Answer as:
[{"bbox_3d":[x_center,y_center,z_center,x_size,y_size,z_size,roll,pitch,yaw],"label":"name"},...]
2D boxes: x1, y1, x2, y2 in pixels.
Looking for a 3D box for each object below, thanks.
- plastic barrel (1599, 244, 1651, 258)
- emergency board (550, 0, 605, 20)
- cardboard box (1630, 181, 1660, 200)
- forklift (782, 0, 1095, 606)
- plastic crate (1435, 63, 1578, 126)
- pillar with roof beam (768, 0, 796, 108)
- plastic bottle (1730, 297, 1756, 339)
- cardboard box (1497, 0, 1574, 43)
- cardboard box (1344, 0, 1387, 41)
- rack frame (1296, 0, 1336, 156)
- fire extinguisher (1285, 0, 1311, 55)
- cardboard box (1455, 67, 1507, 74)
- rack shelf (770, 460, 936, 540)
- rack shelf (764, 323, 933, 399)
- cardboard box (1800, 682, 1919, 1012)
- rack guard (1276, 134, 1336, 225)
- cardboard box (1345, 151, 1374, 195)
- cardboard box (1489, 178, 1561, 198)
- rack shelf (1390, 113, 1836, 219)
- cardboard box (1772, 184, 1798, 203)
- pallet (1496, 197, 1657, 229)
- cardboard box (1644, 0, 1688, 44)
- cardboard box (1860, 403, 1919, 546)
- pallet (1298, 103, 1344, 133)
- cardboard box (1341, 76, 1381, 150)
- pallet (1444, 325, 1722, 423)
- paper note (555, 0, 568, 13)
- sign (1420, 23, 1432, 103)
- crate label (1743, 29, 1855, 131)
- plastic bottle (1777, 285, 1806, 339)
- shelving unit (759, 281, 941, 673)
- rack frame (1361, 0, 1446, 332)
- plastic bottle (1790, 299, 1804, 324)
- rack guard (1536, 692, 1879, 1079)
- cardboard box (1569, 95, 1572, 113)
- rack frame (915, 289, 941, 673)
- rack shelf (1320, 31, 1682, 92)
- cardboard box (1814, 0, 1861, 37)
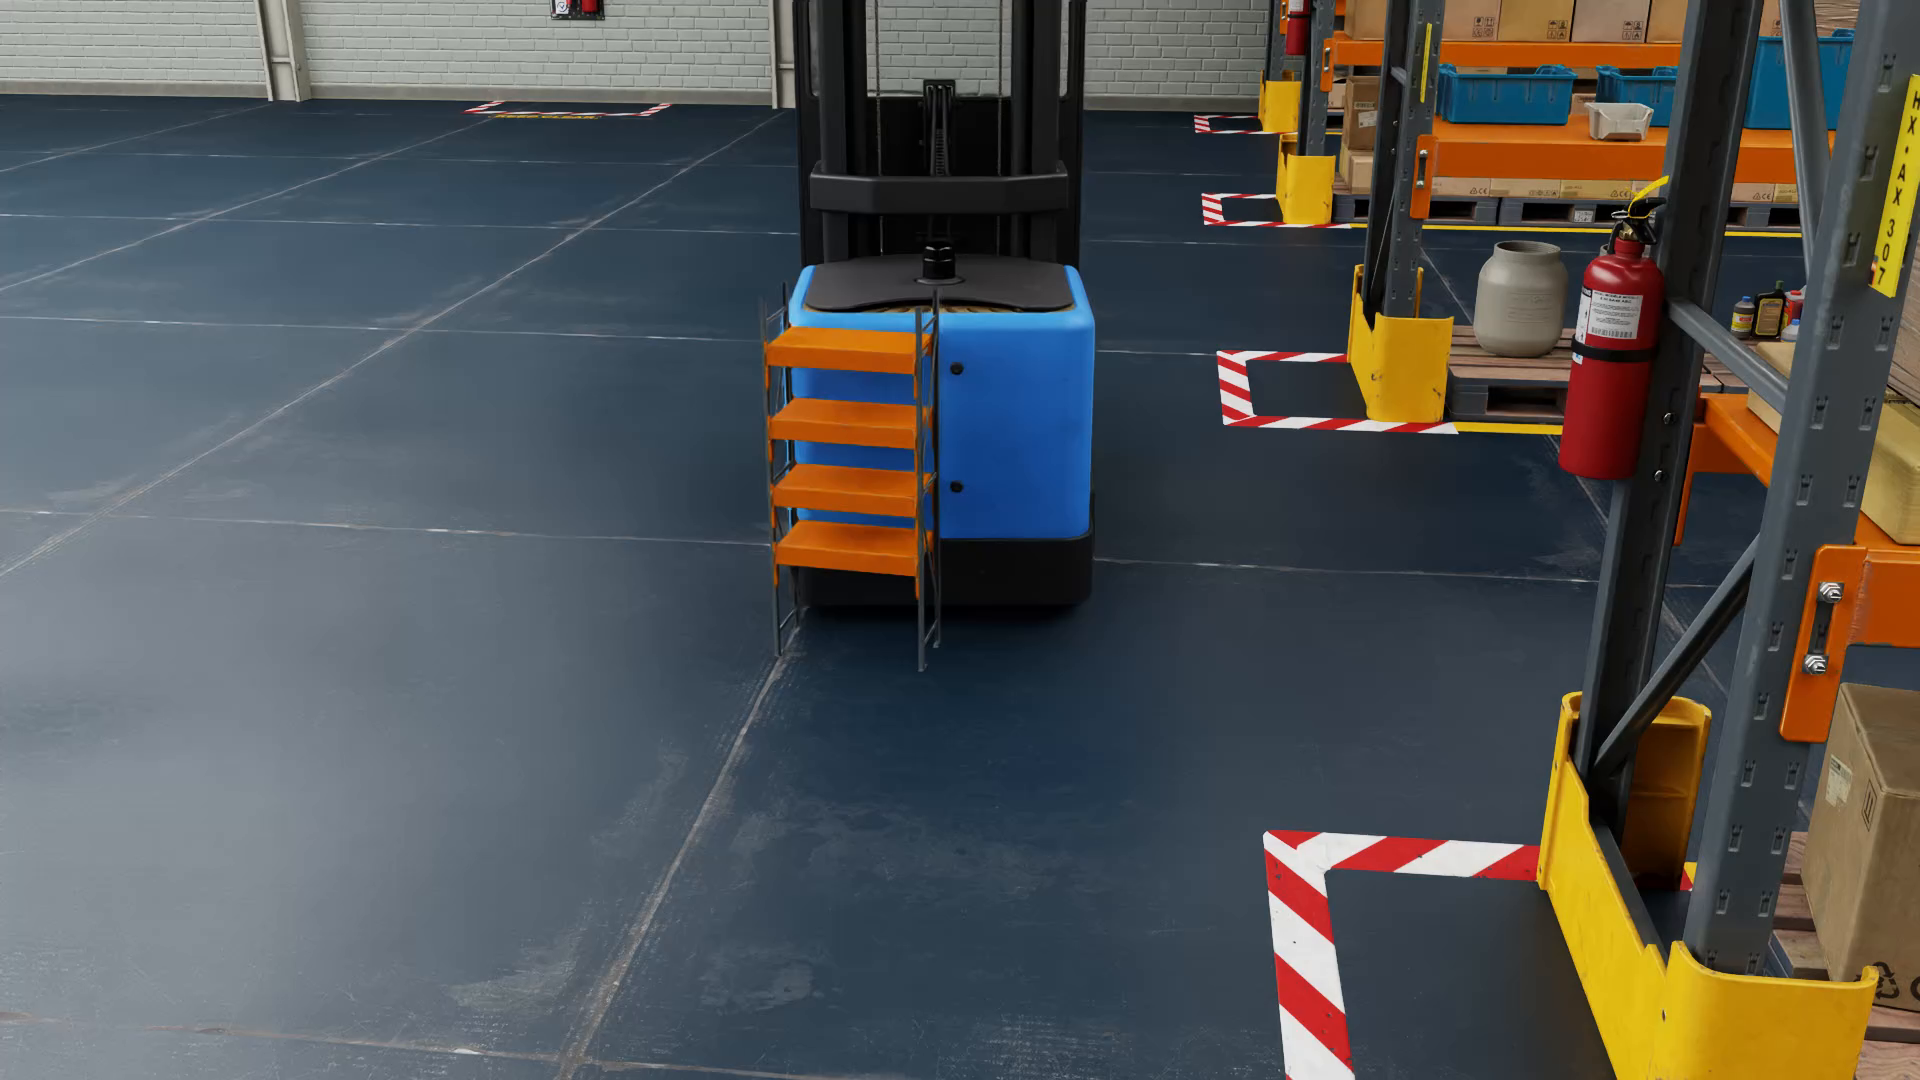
[{"bbox_3d":[3.254,-1.163,8.114,0.421,0.512,0.421,0,22,0],"label":"plastic barrel"},{"bbox_3d":[-4.351,-6.430,18.624,0.643,1.169,0.194,2,22,6],"label":"emergency board"},{"bbox_3d":[5.173,-2.680,12.309,0.500,0.250,0.500,2,22,6],"label":"cardboard box"},{"bbox_3d":[-0.079,-1.629,6.574,1.130,2.935,3.031,0,22,0],"label":"forklift"},{"bbox_3d":[2.626,-2.165,8.039,0.616,0.251,0.499,2,22,6],"label":"plastic crate"},{"bbox_3d":[-2.408,-7.527,13.239,0.400,9.000,9.100,2,22,6],"label":"pillar with roof beam"},{"bbox_3d":[3.969,-1.131,8.428,0.097,0.201,0.097,0,22,0],"label":"plastic bottle"},{"bbox_3d":[4.157,-3.932,12.170,0.500,0.500,0.700,3,22,7],"label":"cardboard box"},{"bbox_3d":[3.143,-3.977,12.283,0.500,0.500,0.700,3,22,6],"label":"cardboard box"},{"bbox_3d":[2.681,-3.955,12.364,0.127,3.000,1.000,2,22,6],"label":"rack frame"},{"bbox_3d":[2.618,-4.094,12.820,0.183,0.674,0.296,2,22,6],"label":"fire extinguisher"},{"bbox_3d":[5.225,-4.669,16.970,0.500,0.500,0.700,1,22,3],"label":"cardboard box"},{"bbox_3d":[-0.337,-0.131,5.322,0.480,0.148,0.258,5,22,12],"label":"rack shelf"},{"bbox_3d":[-0.337,-0.559,5.153,0.480,0.148,0.258,5,22,12],"label":"rack shelf"},{"bbox_3d":[2.129,0.662,3.515,0.500,0.500,0.500,7,23,16],"label":"cardboard box"},{"bbox_3d":[2.657,-2.794,12.826,0.348,0.500,1.175,2,22,6],"label":"rack guard"},{"bbox_3d":[3.187,-2.767,12.528,0.500,0.250,0.500,2,22,6],"label":"cardboard box"},{"bbox_3d":[4.181,-2.725,12.422,0.500,0.250,0.500,2,22,6],"label":"cardboard box"},{"bbox_3d":[4.080,-1.726,7.703,4.000,0.370,1.077,2,22,6],"label":"rack shelf"},{"bbox_3d":[6.167,-2.639,12.204,0.500,0.250,0.500,2,22,6],"label":"cardboard box"},{"bbox_3d":[4.653,-2.587,12.696,1.213,0.211,1.003,2,22,6],"label":"pallet"},{"bbox_3d":[5.189,-3.889,12.061,0.500,0.500,0.700,3,22,7],"label":"cardboard box"},{"bbox_3d":[1.766,-0.122,3.011,0.250,0.149,0.380,2,22,6],"label":"cardboard box"},{"bbox_3d":[4.138,-4.416,17.322,1.213,0.211,1.003,2,22,6],"label":"pallet"},{"bbox_3d":[3.248,-3.306,12.871,0.500,0.500,0.500,2,22,6],"label":"cardboard box"},{"bbox_3d":[2.981,-0.827,8.244,1.213,0.211,1.003,2,22,6],"label":"pallet"},{"bbox_3d":[-4.519,-6.053,18.869,0.142,0.148,0.016,2,22,6],"label":"paper note"},{"bbox_3d":[2.025,-2.075,7.232,0.005,0.325,0.100,2,22,6],"label":"sign"},{"bbox_3d":[3.954,-2.182,7.832,0.616,0.435,0.502,2,22,6],"label":"crate label"},{"bbox_3d":[4.217,-1.144,8.361,0.135,0.276,0.152,3,22,7],"label":"plastic bottle"},{"bbox_3d":[-0.337,-0.194,5.298,0.503,1.200,0.258,5,22,12],"label":"shelving unit"},{"bbox_3d":[2.094,-2.147,7.790,0.127,3.000,1.000,2,22,6],"label":"rack frame"},{"bbox_3d":[4.205,-1.109,8.261,0.133,0.283,0.061,2,22,6],"label":"plastic bottle"},{"bbox_3d":[1.587,0.827,3.667,0.348,0.500,1.175,2,22,6],"label":"rack guard"},{"bbox_3d":[4.182,-3.078,12.295,0.500,0.500,0.500,2,22,6],"label":"cardboard box"},{"bbox_3d":[-0.099,-0.174,5.247,0.015,1.200,0.240,5,22,12],"label":"rack frame"},{"bbox_3d":[4.667,-3.534,12.277,4.000,0.370,1.077,2,22,6],"label":"rack shelf"},{"bbox_3d":[6.212,-3.845,11.951,0.500,0.500,0.700,2,22,5],"label":"cardboard box"}]
